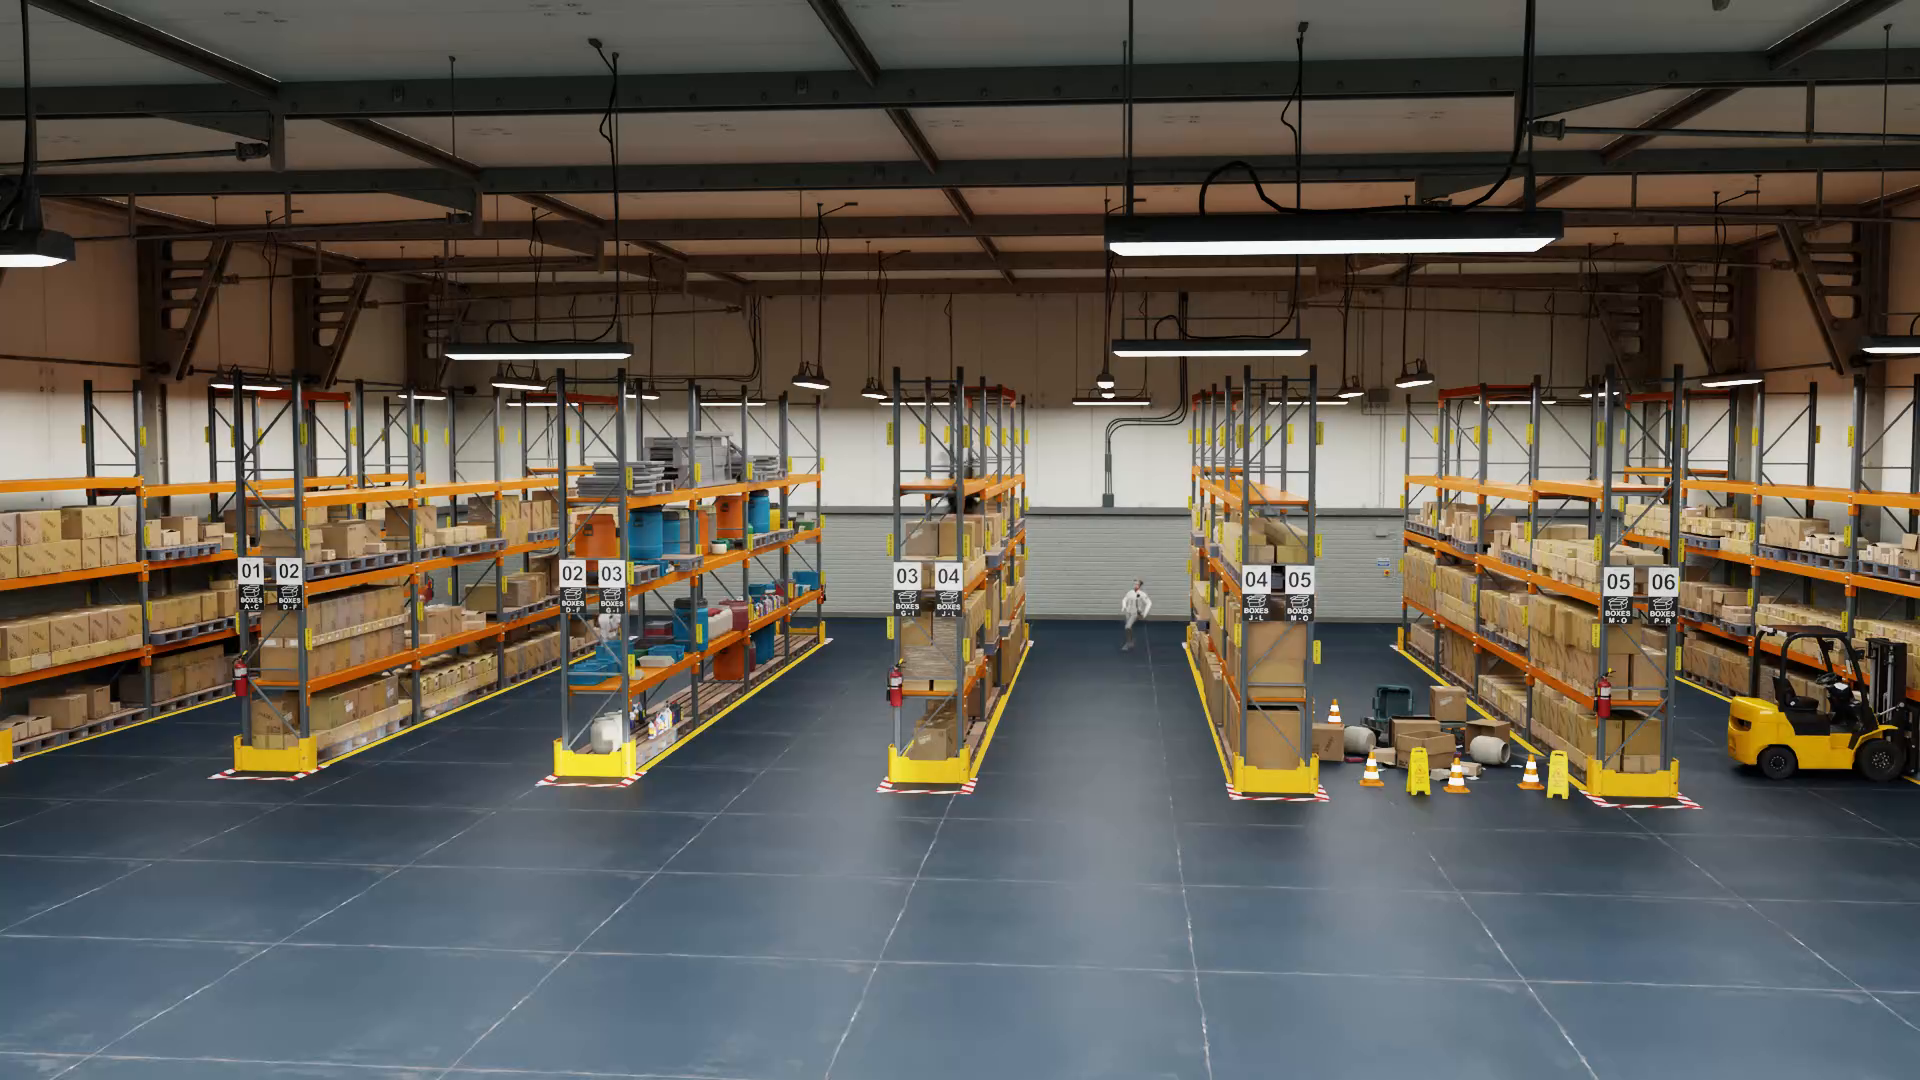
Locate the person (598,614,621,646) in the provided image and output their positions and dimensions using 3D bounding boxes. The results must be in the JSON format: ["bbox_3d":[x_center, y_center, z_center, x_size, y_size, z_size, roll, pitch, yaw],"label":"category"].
[{"bbox_3d":[-7.214,2.030,34.267,0.548,1.731,0.794,0,4,4],"label":"person"}]

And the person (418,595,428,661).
[{"bbox_3d":[-11.046,2.000,34.155,0.679,1.746,0.834,0,4,0],"label":"person"}]

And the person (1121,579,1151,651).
[{"bbox_3d":[4.072,1.761,39.089,0.655,1.700,0.648,3,5,44],"label":"person"}]

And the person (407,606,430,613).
[{"bbox_3d":[-2.408,1.800,37.328,19.224,1.737,2.082,-1,4,-16],"label":"person"}]
